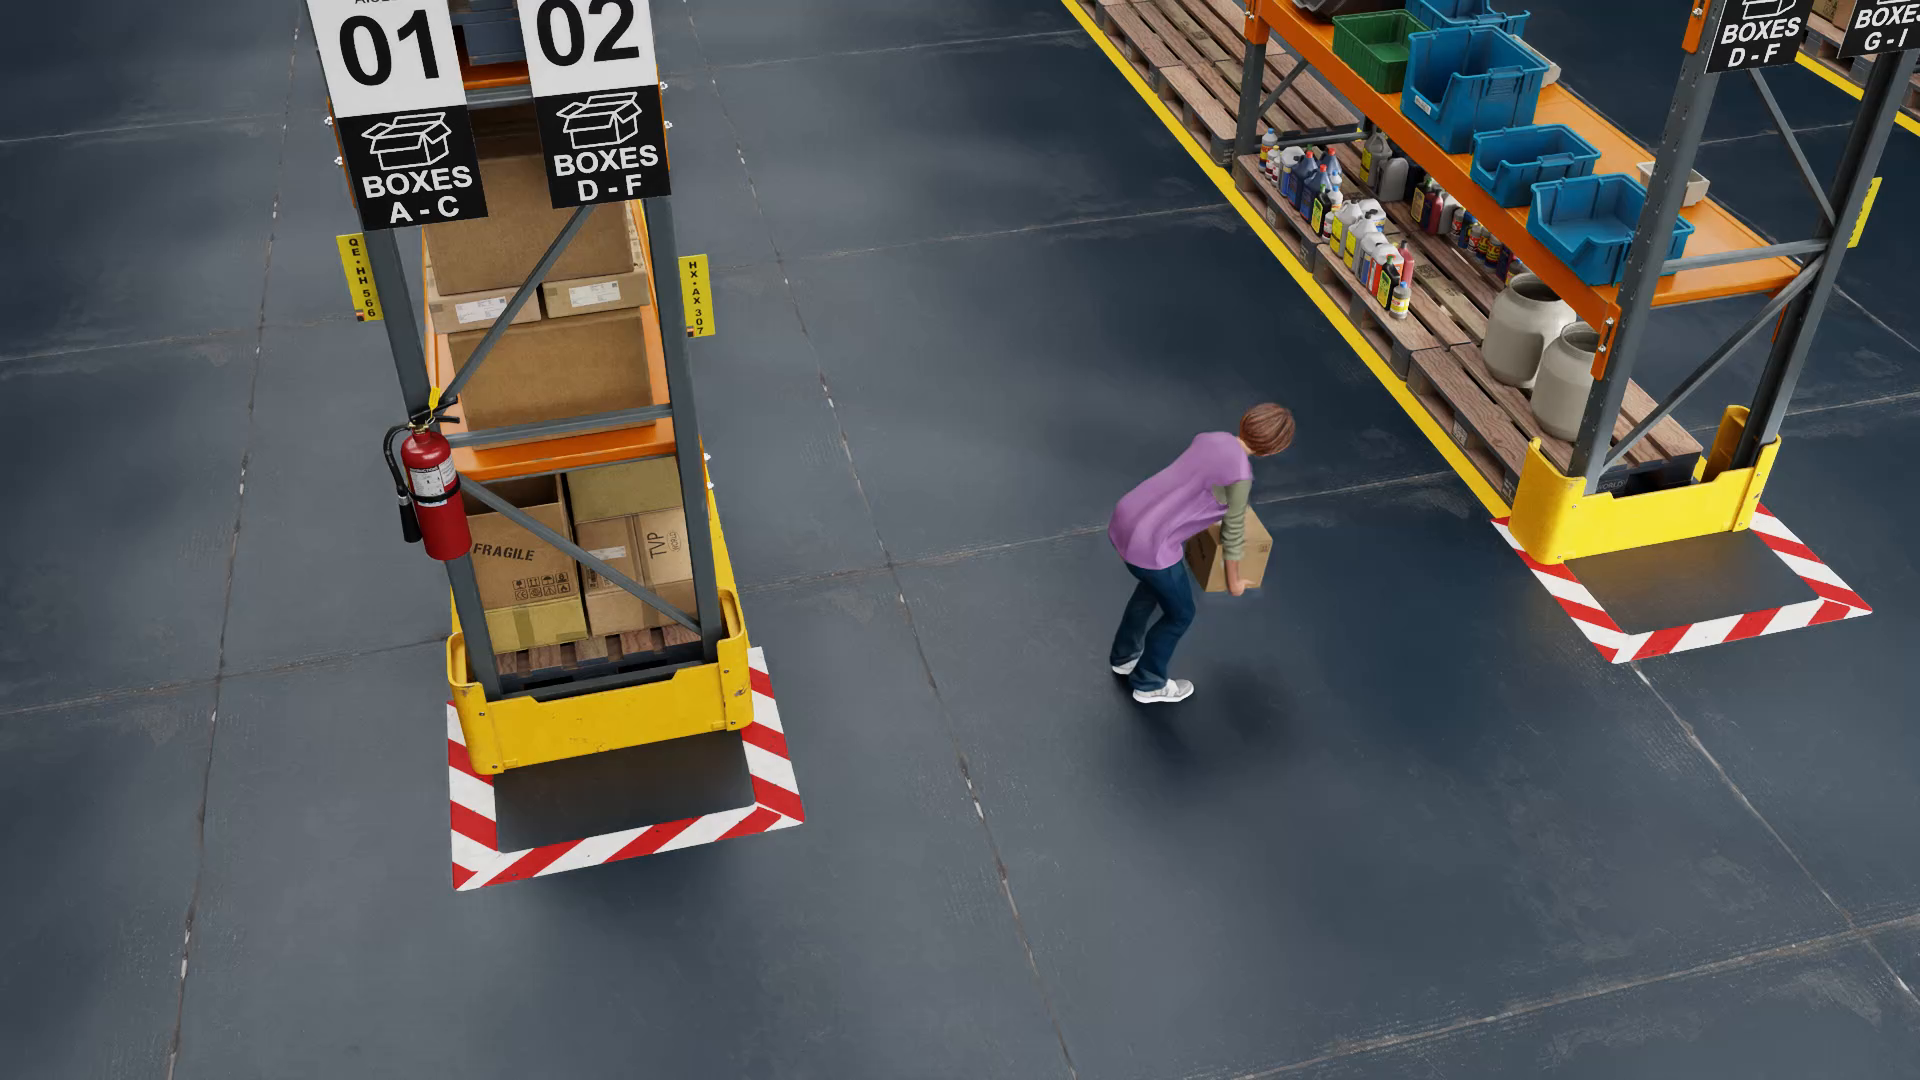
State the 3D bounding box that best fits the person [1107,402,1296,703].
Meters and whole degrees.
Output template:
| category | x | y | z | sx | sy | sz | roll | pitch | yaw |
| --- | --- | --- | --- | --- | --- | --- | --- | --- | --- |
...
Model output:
| category | x | y | z | sx | sy | sz | roll | pitch | yaw |
| --- | --- | --- | --- | --- | --- | --- | --- | --- | --- |
| person | 0.964 | 0.066 | 6.836 | 0.737 | 1.356 | 0.374 | -10 | 40 | -13 |
